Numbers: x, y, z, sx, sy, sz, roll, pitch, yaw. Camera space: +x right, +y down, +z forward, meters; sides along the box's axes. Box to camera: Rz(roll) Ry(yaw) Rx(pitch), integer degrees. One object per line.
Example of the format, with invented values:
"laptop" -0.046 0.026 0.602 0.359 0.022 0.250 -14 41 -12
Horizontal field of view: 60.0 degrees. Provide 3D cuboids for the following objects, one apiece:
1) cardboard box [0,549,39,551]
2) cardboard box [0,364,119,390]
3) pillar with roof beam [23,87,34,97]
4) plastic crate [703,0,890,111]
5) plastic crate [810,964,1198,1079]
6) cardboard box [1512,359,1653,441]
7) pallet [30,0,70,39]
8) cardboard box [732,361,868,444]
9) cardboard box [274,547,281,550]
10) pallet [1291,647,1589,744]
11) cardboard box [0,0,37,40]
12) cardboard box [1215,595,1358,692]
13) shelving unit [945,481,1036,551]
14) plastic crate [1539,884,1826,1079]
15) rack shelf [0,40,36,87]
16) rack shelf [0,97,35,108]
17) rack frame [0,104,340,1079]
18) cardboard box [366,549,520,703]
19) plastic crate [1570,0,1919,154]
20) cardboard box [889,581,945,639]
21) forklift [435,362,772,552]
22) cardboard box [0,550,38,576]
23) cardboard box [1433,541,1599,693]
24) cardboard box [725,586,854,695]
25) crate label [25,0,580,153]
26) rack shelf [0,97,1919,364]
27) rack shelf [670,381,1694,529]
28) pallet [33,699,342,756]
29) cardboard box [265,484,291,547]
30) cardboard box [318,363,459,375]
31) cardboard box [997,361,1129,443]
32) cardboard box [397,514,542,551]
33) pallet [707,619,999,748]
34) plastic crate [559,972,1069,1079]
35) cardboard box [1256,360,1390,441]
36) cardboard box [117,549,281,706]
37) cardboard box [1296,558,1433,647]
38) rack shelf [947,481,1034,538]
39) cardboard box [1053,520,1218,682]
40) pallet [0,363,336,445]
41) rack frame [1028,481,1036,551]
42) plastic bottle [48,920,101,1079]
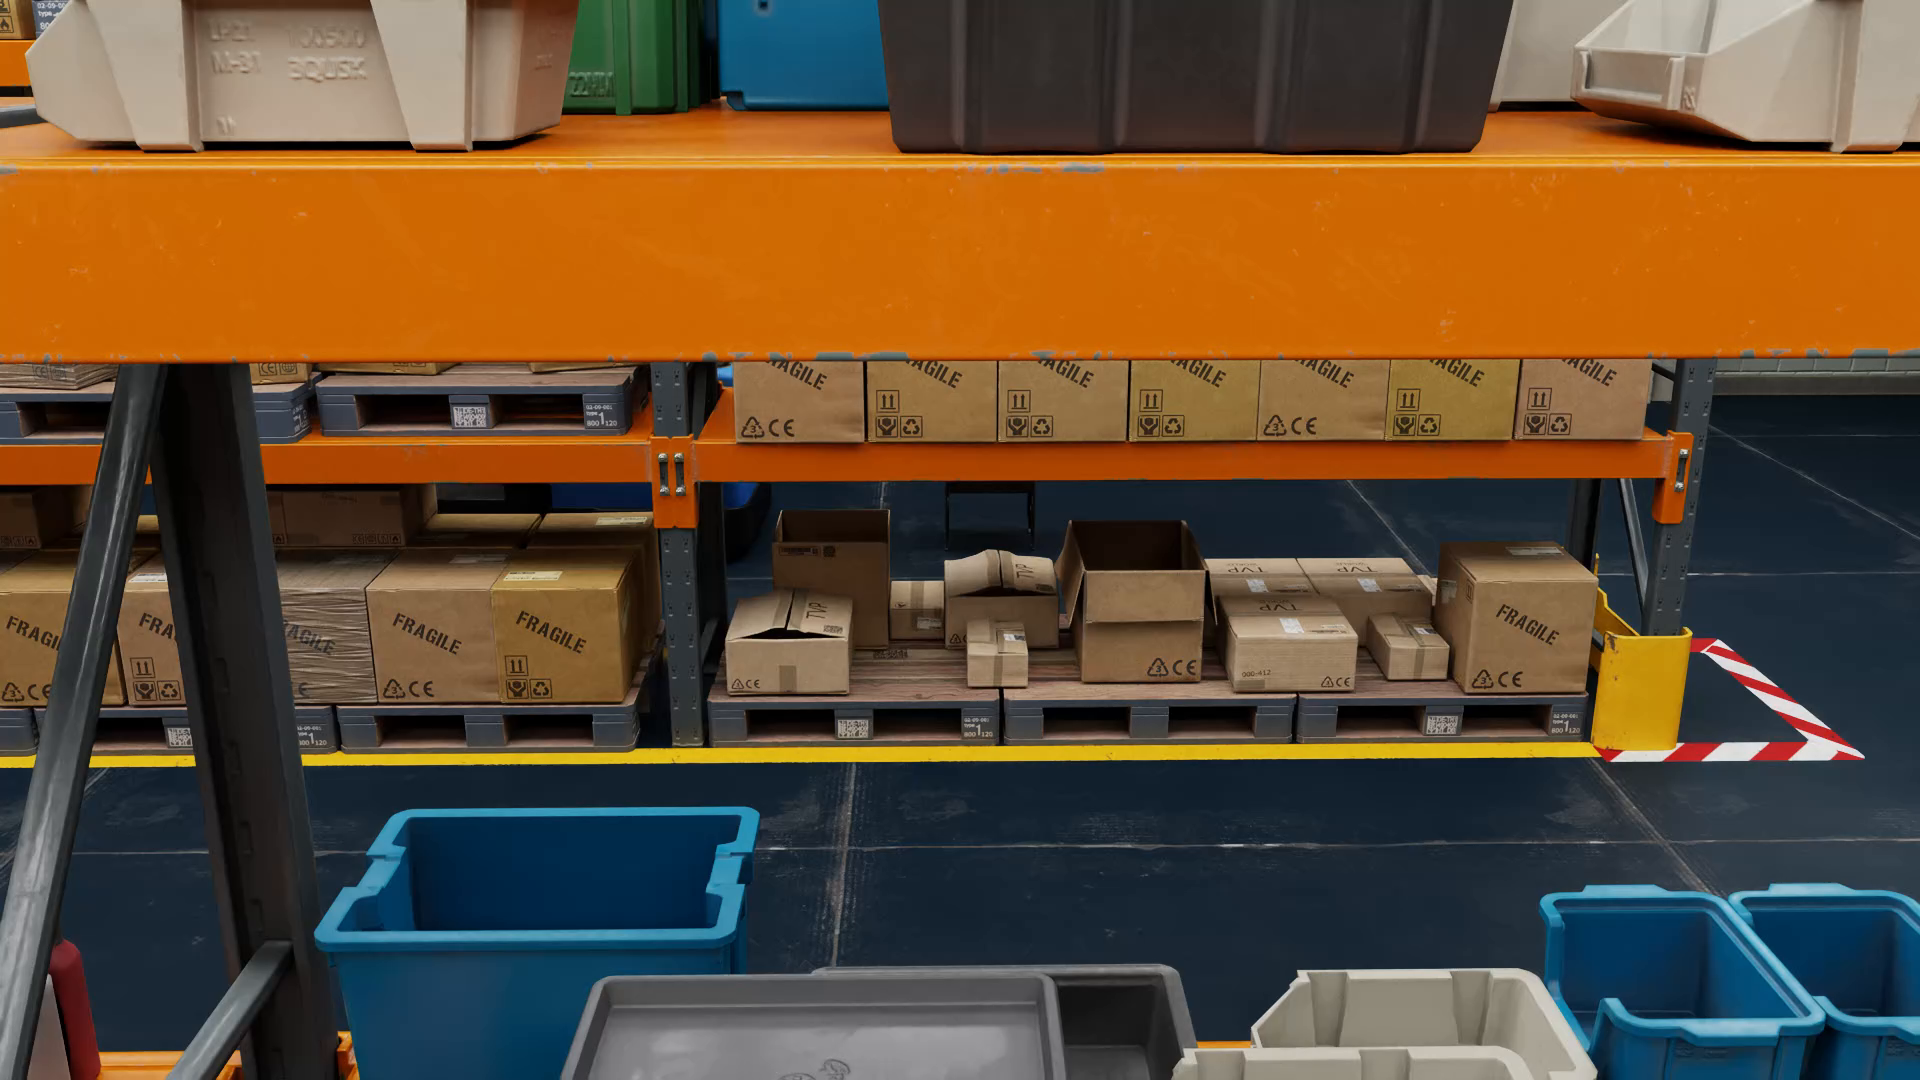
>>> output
"cardboard box" -4.201 0.203 7.376 0.500 0.500 0.500 0 18 1
"cardboard box" -3.587 -0.933 6.693 0.500 0.500 0.700 3 18 10
"pillar with roof beam" -6.460 -4.014 7.329 0.400 9.000 9.100 0 18 -1
"plastic crate" -0.154 -0.658 2.053 0.300 0.233 0.416 0 18 -1
"plastic crate" 0.056 0.807 2.473 0.590 0.125 0.437 0 18 -1
"cardboard box" 2.423 -0.702 6.663 0.500 0.500 0.500 0 18 1
"pallet" -2.823 -2.072 6.493 1.003 0.211 1.213 0 18 -1
"cardboard box" -0.619 -0.688 6.617 0.500 0.500 0.500 0 18 1
"cardboard box" -3.159 0.196 7.397 0.500 0.500 0.500 -1 18 -3
"pallet" 1.993 0.592 7.356 1.213 0.211 1.003 0 18 -1
"cardboard box" -3.667 -2.195 6.405 0.500 0.500 0.910 0 18 -1
"cardboard box" 1.376 0.433 7.069 0.500 0.250 0.500 0 18 -1
"shelving unit" 0.166 -1.001 9.229 0.503 2.100 0.431 0 18 -1
"plastic crate" 1.072 0.732 2.530 0.300 0.233 0.416 0 18 -1
"rack shelf" -3.133 -1.797 6.506 4.000 0.370 1.077 0 18 -1
"rack shelf" -3.059 -0.284 1.790 4.000 0.370 1.077 0 18 -1
"rack frame" -1.059 0.793 2.165 0.053 2.616 0.949 0 18 -1
"cardboard box" -2.117 0.350 6.919 0.500 0.500 0.500 0 18 -1
"plastic crate" 0.879 -0.444 1.543 0.530 0.136 0.437 0 18 -1
"cardboard box" -0.194 0.318 7.594 0.250 0.149 0.380 0 18 -1
"forklift" -2.661 -1.441 9.240 3.031 2.935 1.130 1 18 2
"cardboard box" -4.150 0.360 6.886 0.500 0.500 0.500 -1 18 -3
"cardboard box" 2.326 0.318 7.016 0.500 0.500 0.500 0 18 -1
"cardboard box" -0.710 0.414 7.028 0.500 0.311 0.500 0 18 -1
"crate label" -0.565 -0.425 1.482 0.466 0.136 0.293 0 18 -1
"rack shelf" 0.941 -0.303 1.850 4.000 0.370 1.077 0 18 -1
"rack shelf" 0.866 -0.388 7.024 4.000 0.370 1.077 0 18 -1
"pallet" -3.169 0.629 7.241 1.213 0.211 1.003 0 18 -1
"cardboard box" -3.122 -0.162 7.286 0.500 0.250 0.500 -1 18 -2
"cardboard box" -2.297 -1.012 6.940 0.500 0.500 0.700 3 18 8
"cardboard box" 0.393 -0.693 6.633 0.500 0.500 0.500 0 18 -1
"cardboard box" -2.154 0.194 7.405 0.500 0.500 0.500 0 18 0
"pallet" -0.447 0.604 7.319 1.213 0.211 1.003 0 18 -1
"plastic crate" -0.162 0.805 1.924 0.583 0.464 0.402 0 18 -1
"cardboard box" 1.405 -0.698 6.650 0.500 0.500 0.500 0 18 0
"cardboard box" -3.126 0.355 6.902 0.500 0.500 0.500 -1 18 -3
"cardboard box" 1.818 0.278 7.551 0.500 0.250 0.500 0 18 -1
"rack shelf" 0.166 -0.321 9.447 0.480 0.518 0.431 0 18 -1
"cardboard box" 0.745 0.248 7.231 0.637 0.503 0.797 0 18 -1
"pallet" -3.188 -0.621 6.887 1.213 0.211 1.003 0 18 -1
"rack frame" 0.409 -1.002 9.233 0.015 2.100 0.400 0 18 -1
"plastic bottle" -1.432 0.719 2.586 0.133 0.283 0.061 0 18 -1
